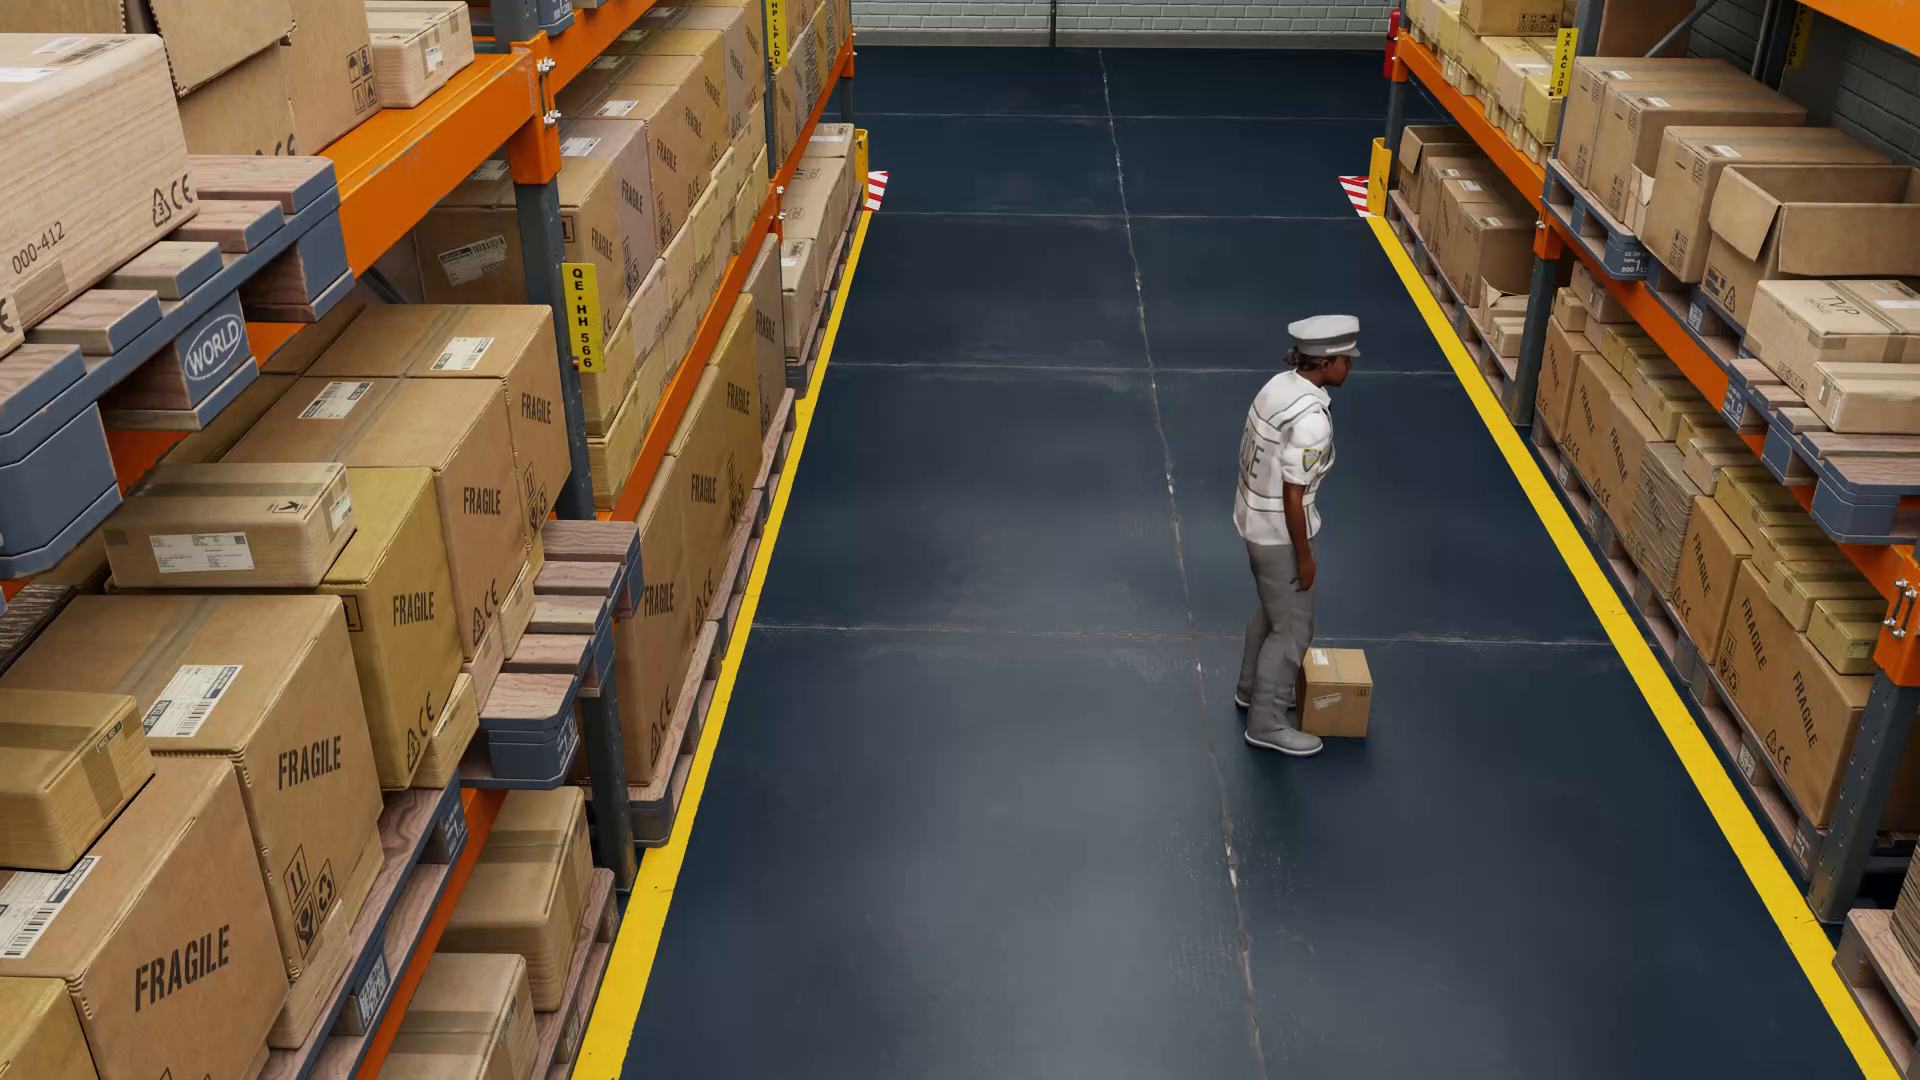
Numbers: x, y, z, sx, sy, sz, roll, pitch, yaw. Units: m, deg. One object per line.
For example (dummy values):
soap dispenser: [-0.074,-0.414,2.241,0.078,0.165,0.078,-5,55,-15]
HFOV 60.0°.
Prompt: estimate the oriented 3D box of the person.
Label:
person: [1.218,-0.024,6.168,0.395,1.658,0.525,-1,28,-1]
